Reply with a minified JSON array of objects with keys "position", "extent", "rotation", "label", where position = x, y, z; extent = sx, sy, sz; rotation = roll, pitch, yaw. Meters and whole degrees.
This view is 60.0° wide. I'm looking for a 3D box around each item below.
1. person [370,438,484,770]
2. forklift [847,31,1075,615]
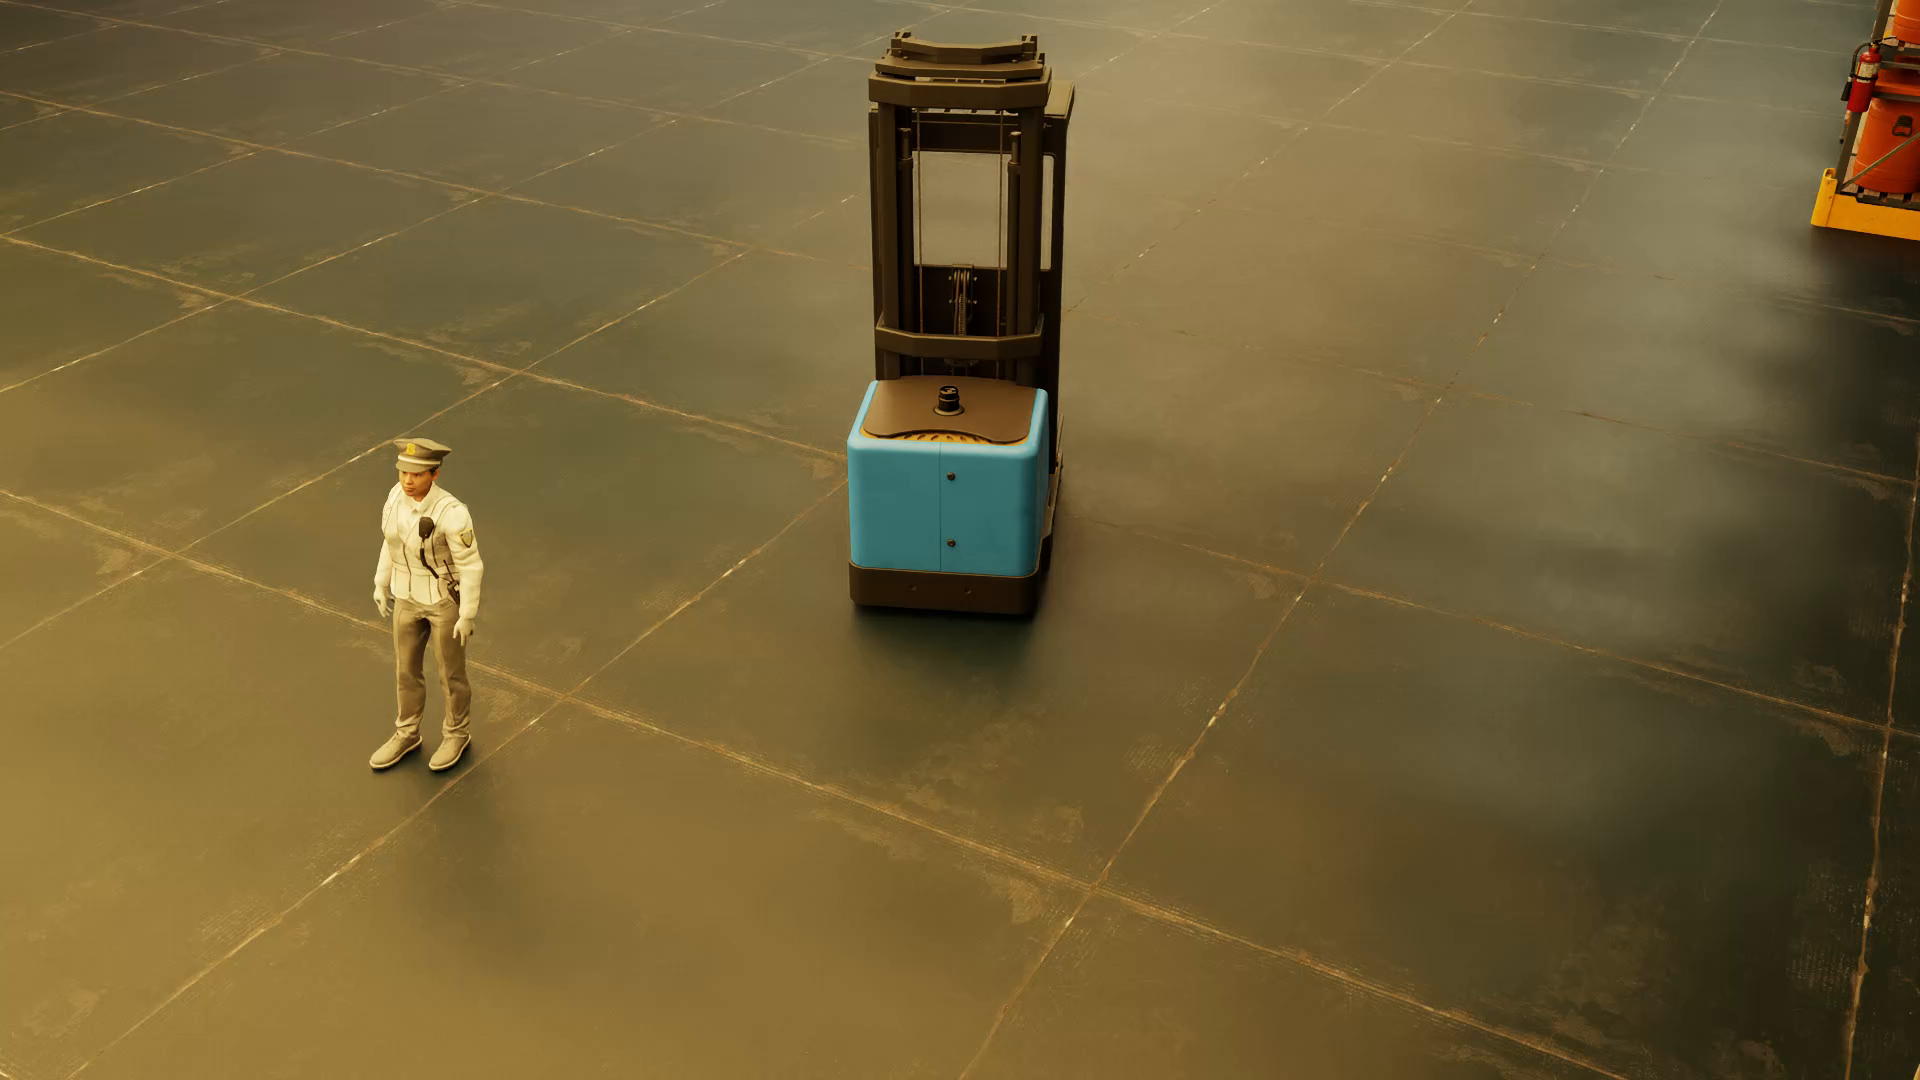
[{"position":[-2.514,0.311,7.755],"extent":[0.586,1.694,0.531],"rotation":[13,32,21],"label":"person"},{"position":[0.072,-1.572,9.794],"extent":[1.130,2.935,3.031],"rotation":[3,30,6],"label":"forklift"}]
